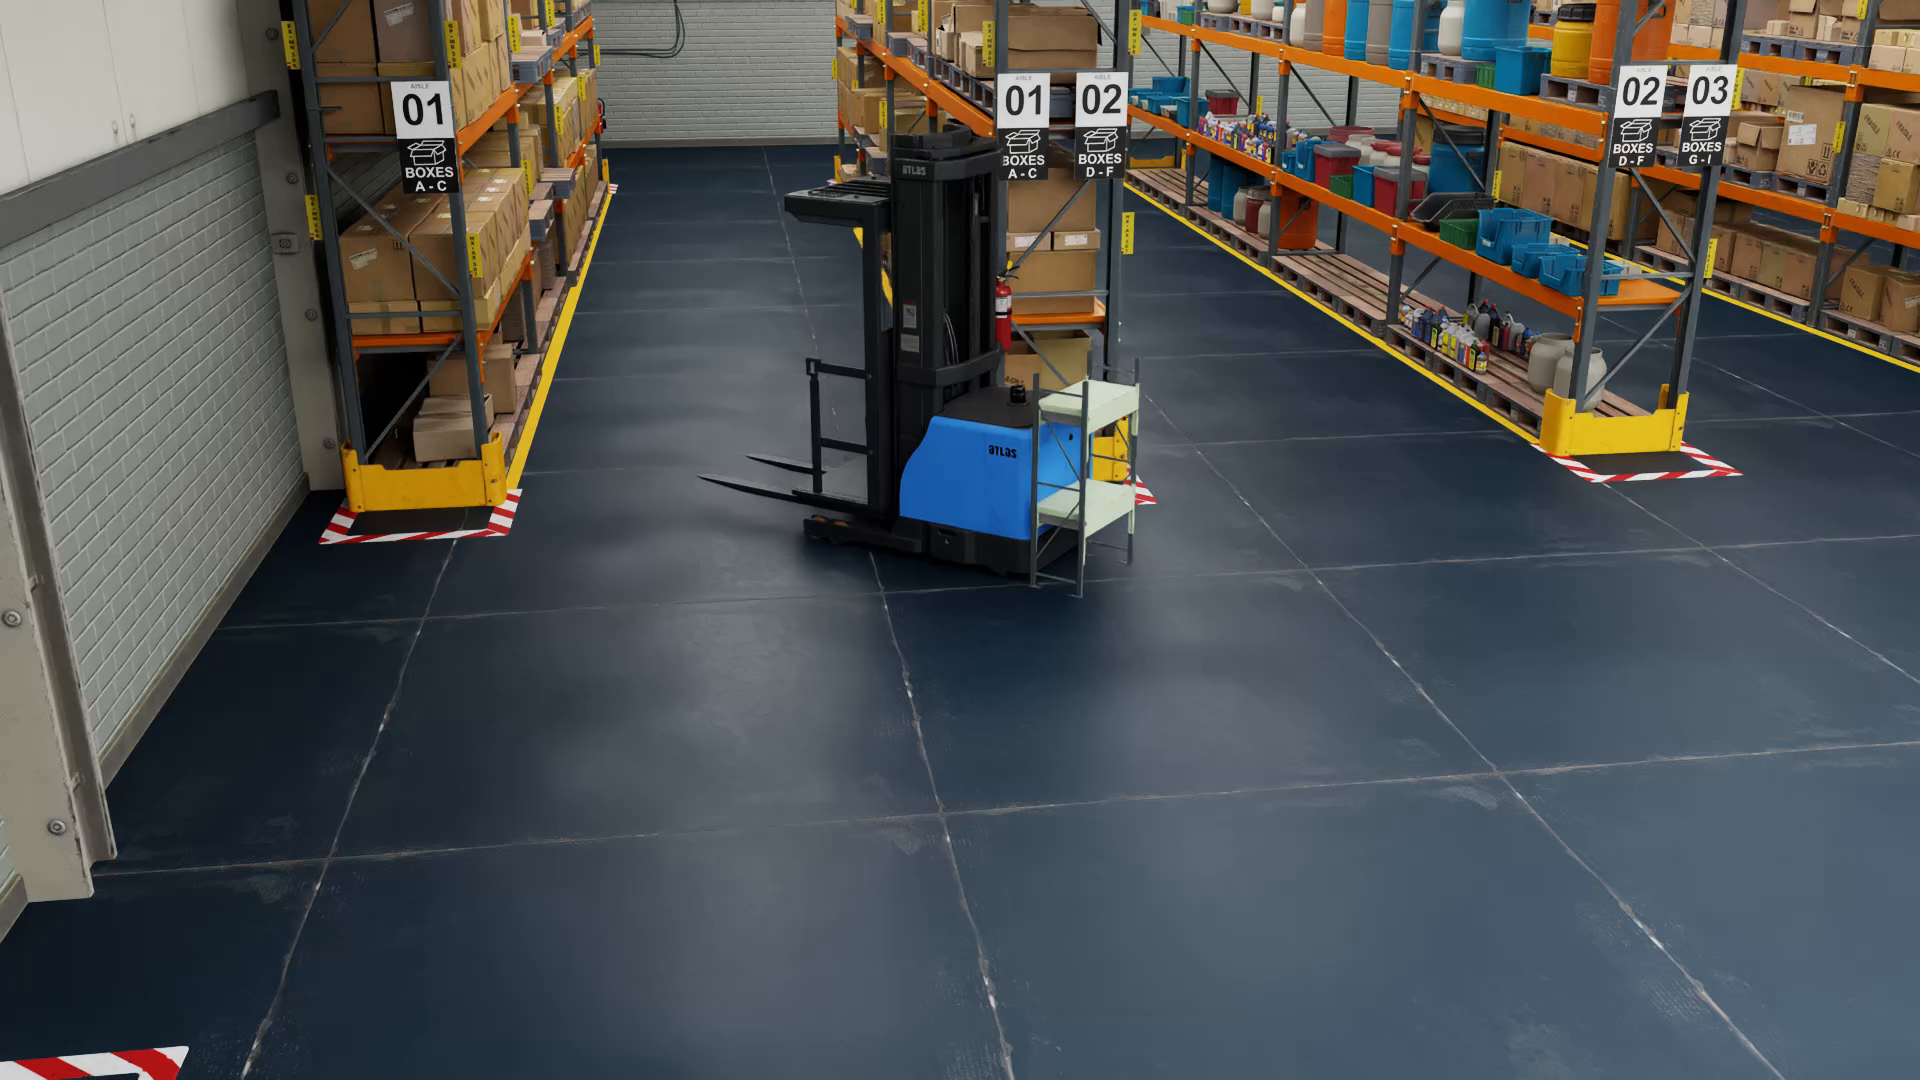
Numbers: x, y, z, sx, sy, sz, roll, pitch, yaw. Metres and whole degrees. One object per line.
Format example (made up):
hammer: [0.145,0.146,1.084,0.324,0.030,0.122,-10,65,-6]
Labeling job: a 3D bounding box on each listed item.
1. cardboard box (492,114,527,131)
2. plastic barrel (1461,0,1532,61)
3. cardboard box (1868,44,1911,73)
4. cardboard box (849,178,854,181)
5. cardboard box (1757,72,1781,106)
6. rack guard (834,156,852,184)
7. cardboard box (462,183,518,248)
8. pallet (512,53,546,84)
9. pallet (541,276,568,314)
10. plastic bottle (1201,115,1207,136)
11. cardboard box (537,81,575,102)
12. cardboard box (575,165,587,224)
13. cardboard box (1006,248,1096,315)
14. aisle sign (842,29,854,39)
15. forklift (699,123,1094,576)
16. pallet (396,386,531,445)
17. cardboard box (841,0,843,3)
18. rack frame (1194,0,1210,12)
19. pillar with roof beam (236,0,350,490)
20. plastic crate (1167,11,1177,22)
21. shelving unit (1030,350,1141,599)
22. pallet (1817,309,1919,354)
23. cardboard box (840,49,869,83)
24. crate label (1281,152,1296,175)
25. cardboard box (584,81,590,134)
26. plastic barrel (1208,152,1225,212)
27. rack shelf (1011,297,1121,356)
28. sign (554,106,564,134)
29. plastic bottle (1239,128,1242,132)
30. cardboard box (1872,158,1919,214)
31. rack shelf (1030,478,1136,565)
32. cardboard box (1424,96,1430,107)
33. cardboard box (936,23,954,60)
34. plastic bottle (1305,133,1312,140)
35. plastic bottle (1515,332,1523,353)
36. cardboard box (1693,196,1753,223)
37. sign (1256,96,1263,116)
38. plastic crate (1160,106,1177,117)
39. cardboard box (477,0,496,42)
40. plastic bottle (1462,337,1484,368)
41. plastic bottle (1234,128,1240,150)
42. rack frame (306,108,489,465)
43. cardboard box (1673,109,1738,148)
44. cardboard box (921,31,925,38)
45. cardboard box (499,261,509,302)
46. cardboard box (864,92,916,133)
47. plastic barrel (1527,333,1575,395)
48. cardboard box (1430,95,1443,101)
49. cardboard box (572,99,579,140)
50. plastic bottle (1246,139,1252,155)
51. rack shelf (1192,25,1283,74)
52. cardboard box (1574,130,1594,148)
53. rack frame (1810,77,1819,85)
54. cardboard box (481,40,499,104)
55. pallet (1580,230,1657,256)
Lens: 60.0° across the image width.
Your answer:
cardboard box: [-5.157,-4.776,19.017,0.380,0.149,0.250,-6,21,-17]
plastic barrel: [5.121,-5.049,15.844,0.600,0.901,0.708,-3,21,-8]
cardboard box: [9.796,-4.978,17.186,0.500,0.250,0.500,-4,21,-10]
cardboard box: [-1.443,-5.473,25.796,0.500,0.311,0.500,-3,21,-8]
cardboard box: [13.331,-7.316,26.950,0.500,0.500,0.500,-3,21,-9]
rack guard: [-1.538,-6.271,28.293,1.175,0.500,0.348,-3,21,-8]
cardboard box: [-4.207,-2.858,14.694,0.500,0.500,0.500,-4,21,-9]
pallet: [-4.704,-4.599,16.224,1.213,0.211,1.003,-3,21,-8]
pallet: [-5.186,-2.871,19.601,1.003,0.211,1.213,-3,21,-8]
plastic bottle: [3.580,-6.083,24.382,0.061,0.283,0.133,-3,21,-8]
cardboard box: [-5.489,-6.053,22.467,0.500,0.250,0.500,-2,21,-7]
cardboard box: [-5.651,-4.804,23.263,0.750,0.750,0.750,-3,21,-7]
cardboard box: [0.703,-2.138,13.511,0.700,0.500,0.500,-3,21,-8]
aisle sign: [-1.849,-8.695,27.494,0.394,0.787,0.004,-3,21,-8]
forklift: [-0.557,-1.488,12.011,3.031,2.935,1.130,12,23,28]
pallet: [-4.409,-1.102,14.866,1.003,0.211,1.213,-3,21,-8]
cardboard box: [-1.589,-8.501,25.901,0.500,0.250,0.500,-3,21,-8]
rack frame: [3.930,-9.143,23.833,1.000,3.000,0.127,-3,21,-8]
pillar with roof beam: [-0.841,-4.904,12.485,9.100,9.000,0.400,-3,21,-8]
plastic crate: [3.370,-8.035,25.532,0.293,0.136,0.466,-3,21,-8]
shelving unit: [0.850,-0.456,11.293,0.431,1.500,0.755,13,24,30]
pallet: [10.116,-2.275,18.006,1.003,0.211,1.213,-3,21,-8]
cardboard box: [-1.663,-7.636,26.803,0.500,0.500,0.500,-3,21,-7]
crate label: [4.196,-4.704,20.763,0.303,0.233,0.416,-3,21,-8]
cardboard box: [-6.035,-6.415,24.675,0.980,0.700,0.700,-3,21,-9]
plastic barrel: [3.992,-5.357,24.670,0.600,0.901,0.708,-3,21,-8]
rack shelf: [0.469,-2.284,15.073,1.077,0.370,4.000,-3,21,-8]
sign: [-4.761,-4.984,19.731,0.100,0.325,0.005,-3,21,-8]
plastic bottle: [3.876,-5.520,22.876,0.061,0.283,0.133,-3,21,-8]
cardboard box: [10.025,-3.665,17.173,0.875,0.500,0.500,-3,21,-8]
rack shelf: [0.850,-0.151,11.407,0.431,0.370,0.720,13,24,30]
cardboard box: [8.094,-7.442,28.214,0.380,0.149,0.250,-3,21,-9]
cardboard box: [0.071,-4.565,15.191,0.500,0.311,0.500,-4,21,-11]
plastic bottle: [4.690,-5.348,22.413,0.061,0.283,0.133,-3,21,-8]
plastic bottle: [5.599,-1.975,16.587,0.097,0.201,0.097,0,20,0]
cardboard box: [9.621,-4.170,20.966,0.500,0.250,0.500,-1,20,-2]
sign: [4.475,-6.489,24.907,0.100,0.325,0.005,-3,21,-8]
plastic crate: [3.381,-6.825,26.492,0.293,0.136,0.466,-3,21,-8]
cardboard box: [-4.205,-4.463,13.991,0.500,0.500,0.500,-4,21,-10]
plastic bottle: [4.952,-1.810,16.039,0.152,0.276,0.135,-3,21,-7]
plastic bottle: [3.815,-5.517,22.867,0.061,0.283,0.133,-3,21,-8]
rack frame: [-4.144,-1.678,12.421,1.000,3.000,0.127,-3,21,-8]
cardboard box: [9.525,-5.256,21.258,0.500,0.500,0.500,-6,21,-14]
cardboard box: [-0.181,-5.896,19.041,0.500,0.250,0.500,-2,21,-6]
cardboard box: [-4.056,-2.158,13.892,0.500,0.250,0.500,-3,21,-9]
cardboard box: [-0.963,-5.917,23.028,0.700,0.500,0.500,0,20,1]
plastic barrel: [5.417,-1.606,15.185,0.421,0.512,0.421,0,20,0]
cardboard box: [8.207,-7.502,27.806,0.500,0.250,0.500,-4,21,-10]
cardboard box: [-5.474,-5.705,22.607,0.500,0.500,0.500,-3,21,-7]
plastic bottle: [3.910,-5.296,22.392,0.097,0.201,0.097,0,20,0]
rack shelf: [4.218,-6.708,22.630,1.077,0.370,4.000,-3,21,-8]
cardboard box: [8.947,-5.755,23.194,0.500,0.500,0.500,-4,21,-10]
rack frame: [13.754,-6.797,26.128,1.000,3.000,0.127,-3,21,-8]
cardboard box: [-4.225,-3.996,14.170,0.500,0.500,0.500,-4,21,-10]
pallet: [9.369,-4.168,23.073,1.003,0.211,1.213,-3,21,-8]
